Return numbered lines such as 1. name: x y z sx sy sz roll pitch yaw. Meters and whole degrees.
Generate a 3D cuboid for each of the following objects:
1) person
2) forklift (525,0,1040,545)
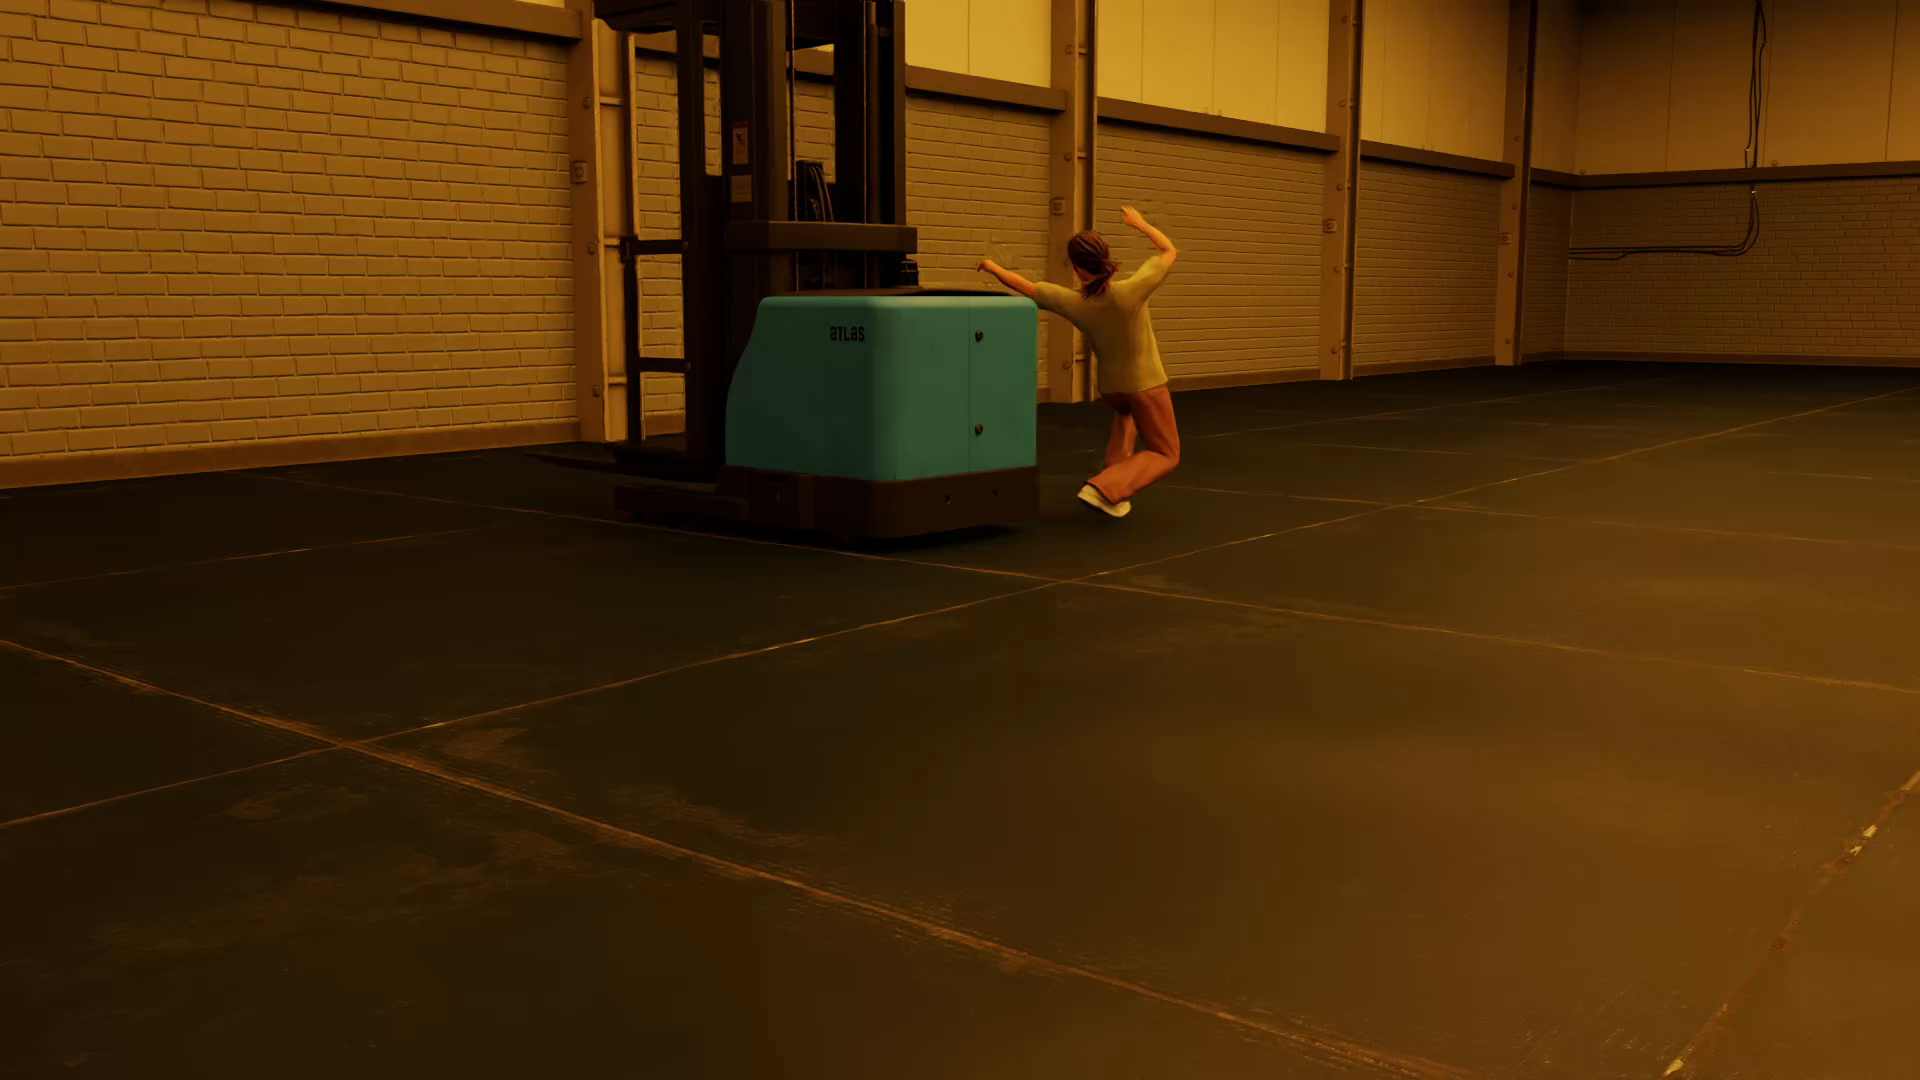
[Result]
1. person: 0.636 -0.878 8.237 0.991 1.527 0.801 6 10 37
2. forklift: -1.050 -1.585 8.112 3.031 2.935 1.130 8 11 43
